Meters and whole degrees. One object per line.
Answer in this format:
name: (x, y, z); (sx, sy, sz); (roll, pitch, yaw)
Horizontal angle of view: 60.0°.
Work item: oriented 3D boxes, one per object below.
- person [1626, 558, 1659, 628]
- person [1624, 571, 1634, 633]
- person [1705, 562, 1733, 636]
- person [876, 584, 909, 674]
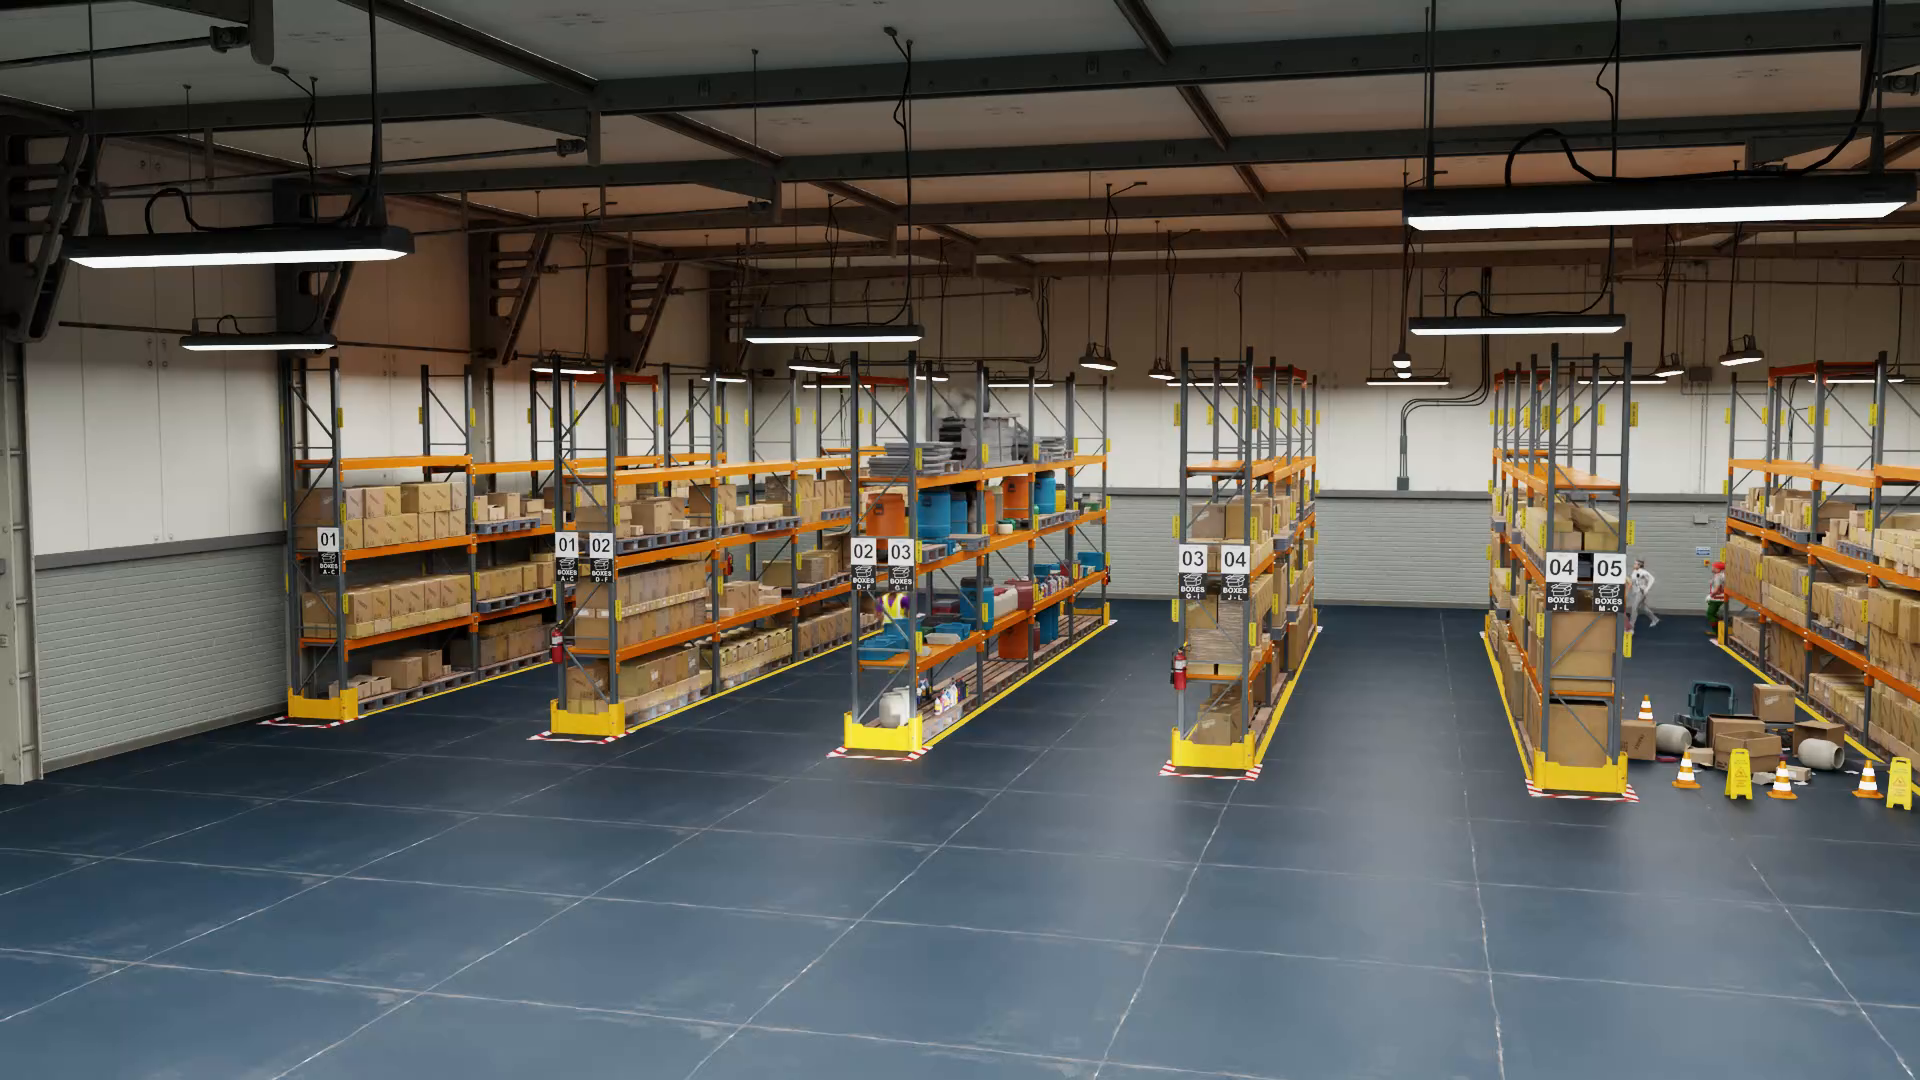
person: (16.057, 1.276, 39.179); (0.935, 1.687, 0.583); (0, 4, -1)
person: (15.206, 1.360, 38.336); (0.672, 1.656, 0.547); (1, 4, 18)
person: (17.331, 1.361, 37.990); (0.604, 1.739, 0.719); (3, 5, 36)
person: (-1.243, 1.603, 30.582); (0.693, 1.744, 0.575); (1, 4, 17)
